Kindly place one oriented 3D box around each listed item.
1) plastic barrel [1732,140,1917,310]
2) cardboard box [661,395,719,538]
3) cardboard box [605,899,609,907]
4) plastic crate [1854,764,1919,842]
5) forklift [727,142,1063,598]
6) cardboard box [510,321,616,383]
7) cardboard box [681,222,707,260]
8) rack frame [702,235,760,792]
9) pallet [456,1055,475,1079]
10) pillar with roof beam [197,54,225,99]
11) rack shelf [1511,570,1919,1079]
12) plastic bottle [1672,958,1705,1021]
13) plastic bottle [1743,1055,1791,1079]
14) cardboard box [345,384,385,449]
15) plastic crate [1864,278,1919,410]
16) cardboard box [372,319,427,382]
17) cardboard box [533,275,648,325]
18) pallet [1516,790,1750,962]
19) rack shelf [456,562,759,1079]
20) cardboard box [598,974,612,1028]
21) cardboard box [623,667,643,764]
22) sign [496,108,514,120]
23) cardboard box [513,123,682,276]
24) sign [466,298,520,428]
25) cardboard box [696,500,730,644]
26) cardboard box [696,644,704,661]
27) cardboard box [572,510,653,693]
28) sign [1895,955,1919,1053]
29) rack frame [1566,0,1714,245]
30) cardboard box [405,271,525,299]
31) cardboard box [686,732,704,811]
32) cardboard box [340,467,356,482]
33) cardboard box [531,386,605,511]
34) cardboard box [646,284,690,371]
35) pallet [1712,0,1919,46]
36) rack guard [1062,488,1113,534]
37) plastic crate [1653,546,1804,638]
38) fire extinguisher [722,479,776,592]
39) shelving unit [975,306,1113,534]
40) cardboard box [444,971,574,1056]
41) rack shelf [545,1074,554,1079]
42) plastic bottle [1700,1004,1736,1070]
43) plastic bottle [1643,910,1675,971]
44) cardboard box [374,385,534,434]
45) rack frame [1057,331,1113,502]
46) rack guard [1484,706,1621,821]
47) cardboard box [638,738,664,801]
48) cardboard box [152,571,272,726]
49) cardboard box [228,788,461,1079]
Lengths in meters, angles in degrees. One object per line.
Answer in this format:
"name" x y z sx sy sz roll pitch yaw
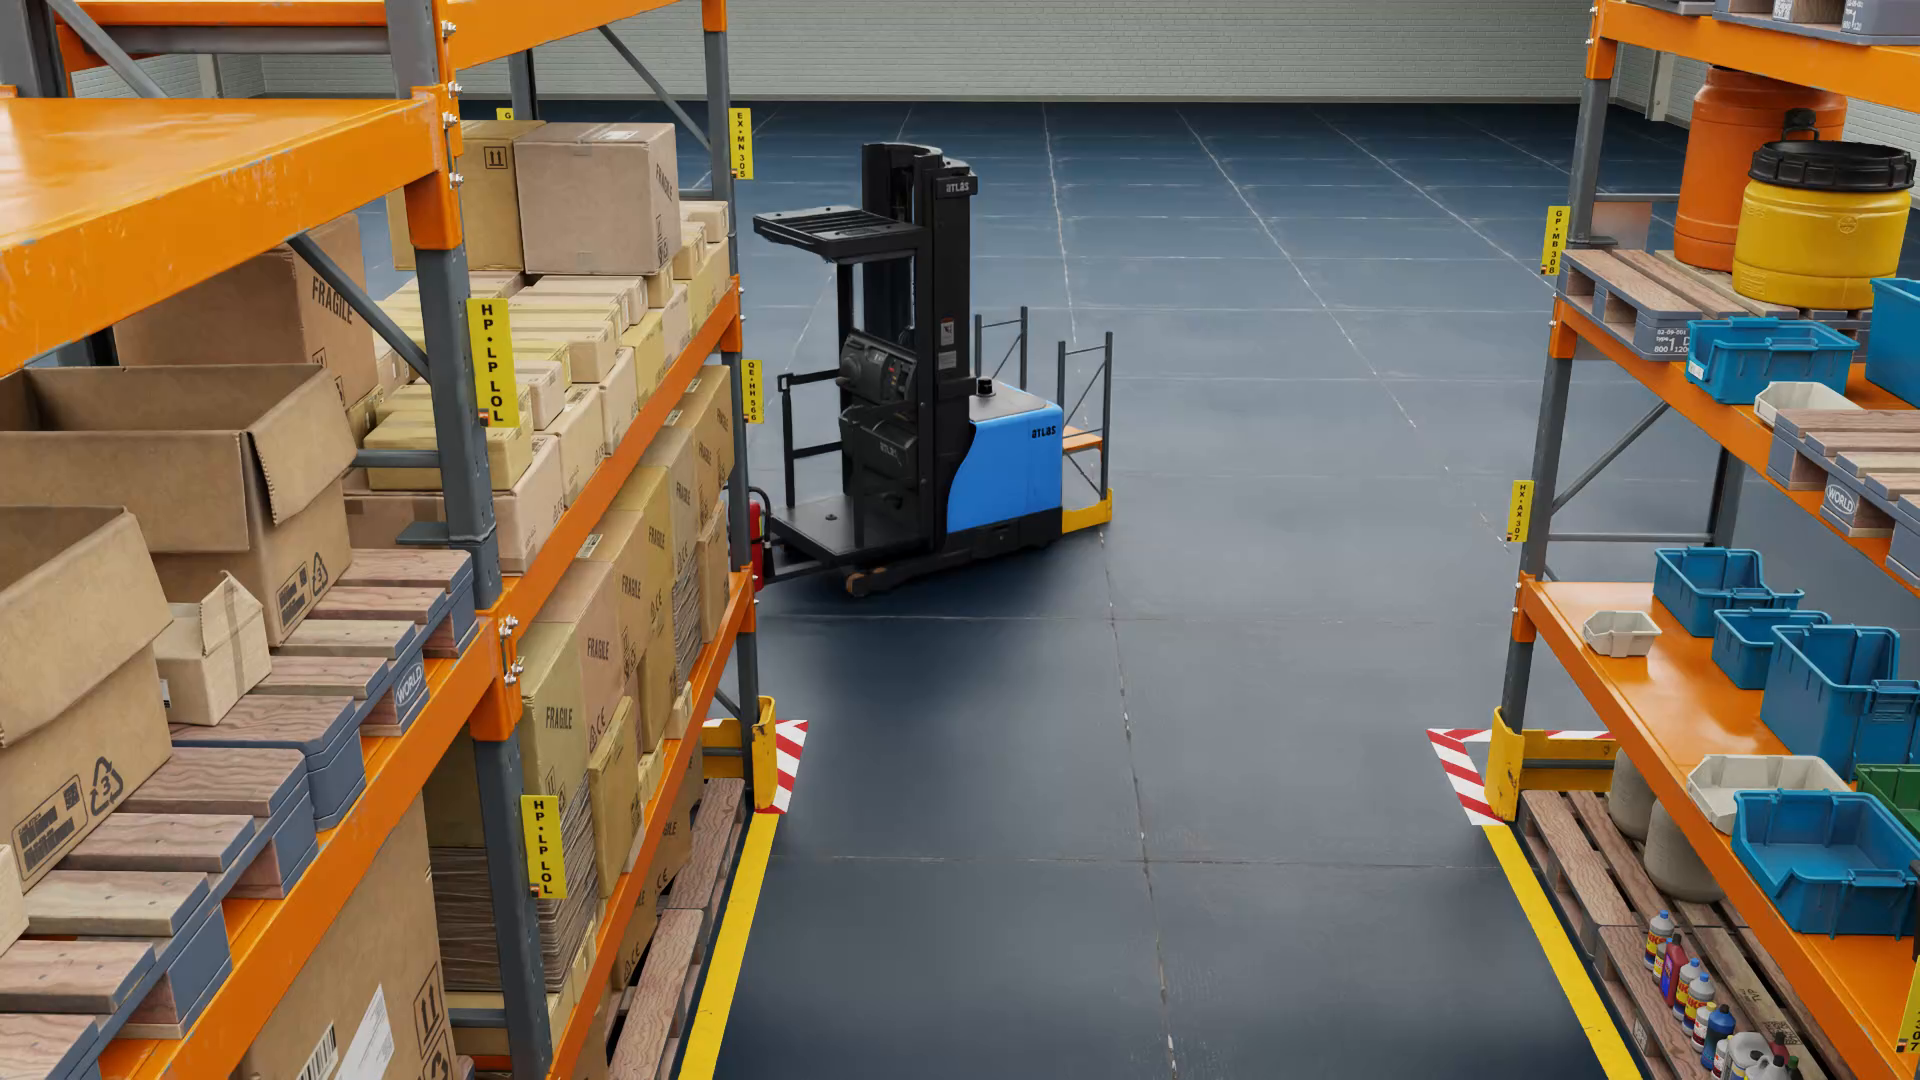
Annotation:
"plastic barrel" 3.462 -1.276 6.682 0.600 0.588 0.600 0 21 0
"cardboard box" -1.361 -0.331 7.303 0.500 0.500 0.500 1 21 2
"cardboard box" -1.397 1.156 5.751 0.380 0.149 0.250 1 21 2
"plastic crate" 3.571 1.050 5.969 0.450 0.188 0.662 1 21 2
"forklift" -0.746 -1.186 11.533 3.031 2.935 1.130 -14 25 -31
"cardboard box" -1.356 -0.623 5.498 0.380 0.149 0.250 0 21 1
"cardboard box" -1.302 -1.279 7.189 0.380 0.149 0.250 0 21 -1
"rack frame" -1.581 -0.062 8.541 1.000 3.000 0.127 1 21 2
"pallet" -1.872 1.749 4.140 1.003 0.211 1.213 1 21 2
"pillar with roof beam" -12.155 -13.579 35.084 9.100 9.000 0.400 1 21 2
"rack shelf" 3.308 1.051 6.667 1.077 0.370 4.000 1 21 2
"plastic bottle" 2.992 1.836 6.815 0.097 0.271 0.097 0 21 0
"plastic bottle" 2.995 2.047 6.161 0.144 0.351 0.185 1 21 1
"cardboard box" -1.883 -0.346 4.784 0.380 0.149 0.250 1 21 2
"plastic crate" 3.612 -0.705 6.075 0.392 0.384 0.575 1 21 2
"cardboard box" -1.897 -0.630 5.516 0.380 0.149 0.250 1 21 4
"cardboard box" -1.380 -0.903 6.220 0.380 0.149 0.250 0 21 -1
"pallet" 3.384 1.615 8.076 1.003 0.211 1.213 1 21 2
"rack shelf" -1.642 0.997 6.808 1.077 0.370 4.000 1 21 2
"cardboard box" -1.701 1.777 6.676 0.500 0.500 0.500 -1 21 -3
"cardboard box" -1.663 0.675 6.093 0.875 0.500 0.500 1 21 2
"sign" -2.124 -1.873 7.856 0.100 0.325 0.005 1 21 2
"cardboard box" -1.376 -1.315 6.385 0.500 0.500 0.500 1 21 2
"sign" -1.148 -0.434 4.094 0.100 0.325 0.005 1 21 2
"cardboard box" -1.521 0.134 7.488 0.875 0.500 0.500 1 21 2
"cardboard box" -1.371 0.432 7.615 0.380 0.149 0.250 1 21 2
"cardboard box" -1.406 0.212 5.905 0.500 0.500 0.500 1 21 2
"sign" 2.698 1.300 4.649 0.100 0.325 0.005 1 21 2
"rack frame" 3.369 -2.804 7.316 1.000 3.000 0.127 1 21 2
"cardboard box" -1.856 -0.918 6.259 0.380 0.149 0.250 0 21 1
"cardboard box" -1.617 1.134 8.336 0.500 0.500 0.500 5 22 12
"cardboard box" -1.950 -0.112 4.730 0.500 0.250 0.500 1 21 4
"cardboard box" -1.422 -0.295 5.204 0.500 0.250 0.500 0 21 1
"cardboard box" -1.378 -0.847 6.627 0.500 0.250 0.500 1 21 3
"pallet" 3.279 -1.824 5.603 1.003 0.211 1.213 1 21 2
"rack guard" 0.925 -0.219 12.748 0.587 0.250 0.087 -15 26 -34
"plastic crate" 3.653 0.246 7.953 0.499 0.251 0.616 1 21 2
"fire extinguisher" -1.117 -0.062 8.649 0.296 0.674 0.183 1 21 2
"shelving unit" 0.630 -0.947 12.896 0.587 1.500 1.083 -15 26 -34
"cardboard box" -1.396 1.427 5.051 0.380 0.149 0.250 1 21 2
"rack shelf" -1.764 2.443 3.080 1.077 0.370 4.000 1 21 2
"plastic bottle" 2.983 1.945 6.533 0.097 0.271 0.097 0 21 0
"plastic bottle" 3.003 1.712 7.134 0.097 0.271 0.097 0 21 0
"cardboard box" -1.445 -0.341 4.770 0.380 0.149 0.250 0 21 -1
"rack frame" 0.926 -0.802 12.521 0.500 1.500 0.032 -15 26 -34
"rack guard" 3.414 1.186 8.781 1.175 0.500 0.348 1 21 2
"cardboard box" -1.364 0.885 6.449 0.380 0.149 0.250 1 21 2
"cardboard box" -1.632 0.194 3.341 0.396 0.266 0.258 1 21 4
"cardboard box" -1.867 1.195 3.893 1.000 1.000 1.000 1 21 2
